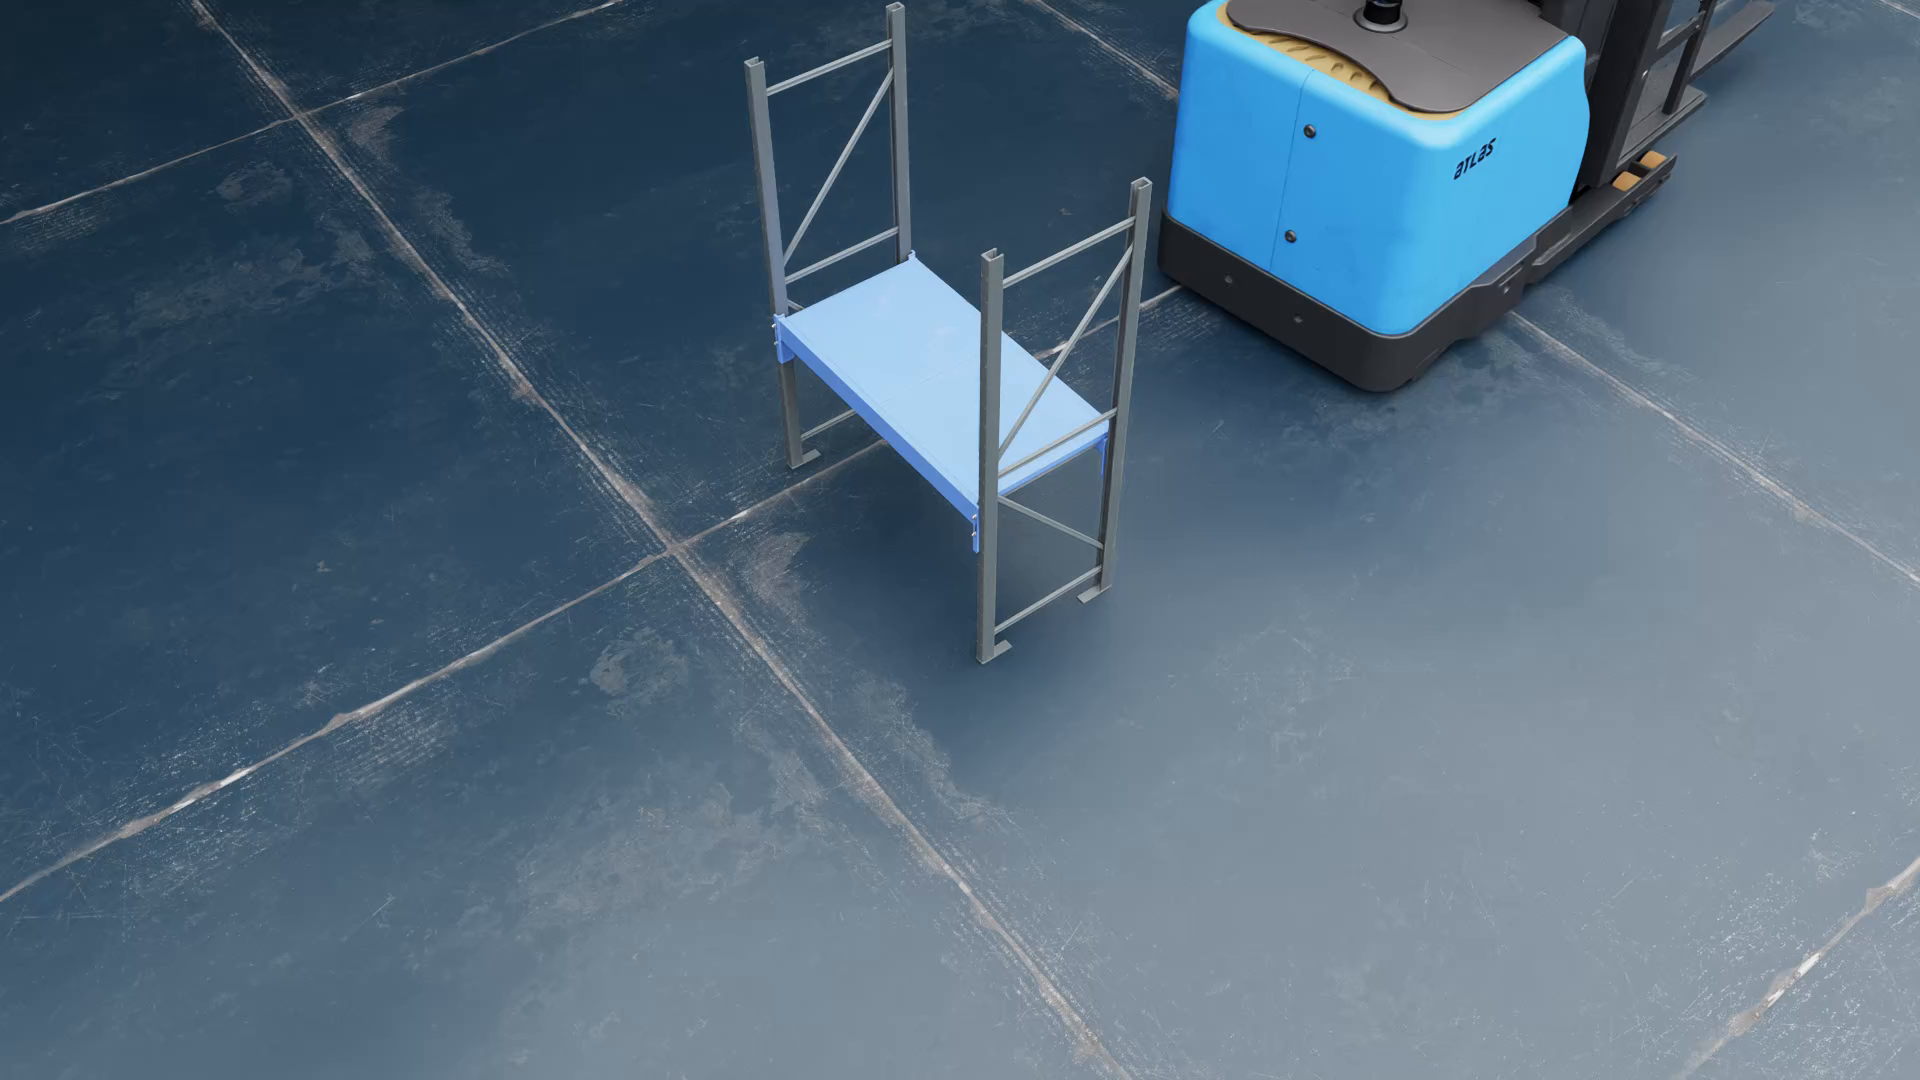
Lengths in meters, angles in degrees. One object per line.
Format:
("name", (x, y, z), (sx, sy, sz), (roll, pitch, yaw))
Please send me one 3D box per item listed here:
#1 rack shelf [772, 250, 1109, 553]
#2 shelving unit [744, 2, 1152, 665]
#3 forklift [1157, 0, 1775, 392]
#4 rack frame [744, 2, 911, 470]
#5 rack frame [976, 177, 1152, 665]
("rack shelf", (-0.052, -0.433, 4.873), (0.538, 0.185, 1.000), (-29, 54, -24))
("shelving unit", (-0.052, -0.554, 4.740), (0.538, 1.500, 1.048), (-29, 54, -24))
("forklift", (2.117, -2.468, 5.509), (3.031, 2.935, 1.130), (-36, 57, -28))
("rack frame", (-0.359, -0.854, 5.012), (0.500, 1.500, 0.032), (-29, 54, -24))
("rack frame", (0.256, -0.254, 4.468), (0.500, 1.500, 0.032), (-29, 54, -24))
